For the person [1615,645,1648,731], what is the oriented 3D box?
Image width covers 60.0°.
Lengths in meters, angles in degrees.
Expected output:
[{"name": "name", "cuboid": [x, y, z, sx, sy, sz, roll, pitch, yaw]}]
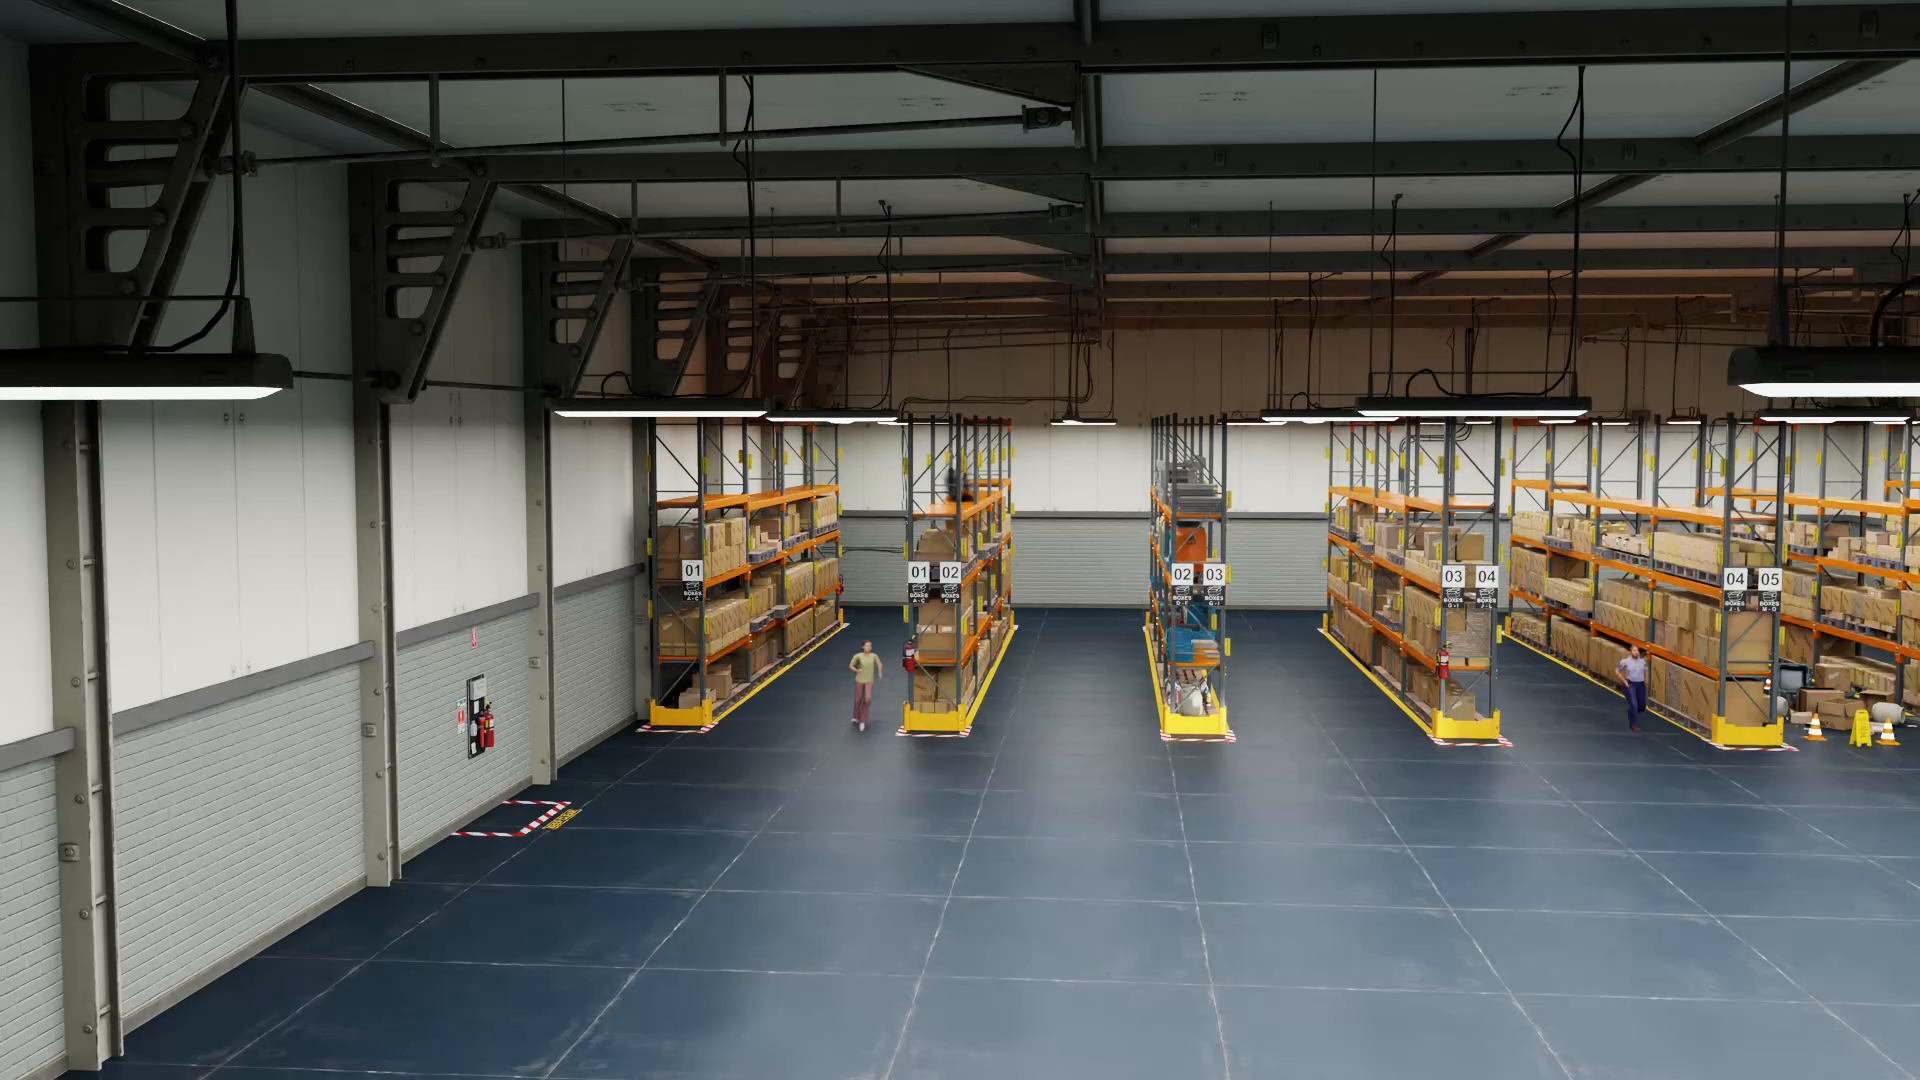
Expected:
[{"name": "person", "cuboid": [12.785, 2.801, 31.603, 0.613, 1.589, 0.669, 0, 4, -5]}]

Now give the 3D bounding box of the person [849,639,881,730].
[{"name": "person", "cuboid": [-1.802, 2.752, 31.834, 0.638, 1.699, 0.687, -1, 4, -9]}]

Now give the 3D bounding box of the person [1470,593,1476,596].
[{"name": "person", "cuboid": [13.793, 1.893, 44.767, 0.640, 1.659, 0.910, 0, 4, 7]}]
